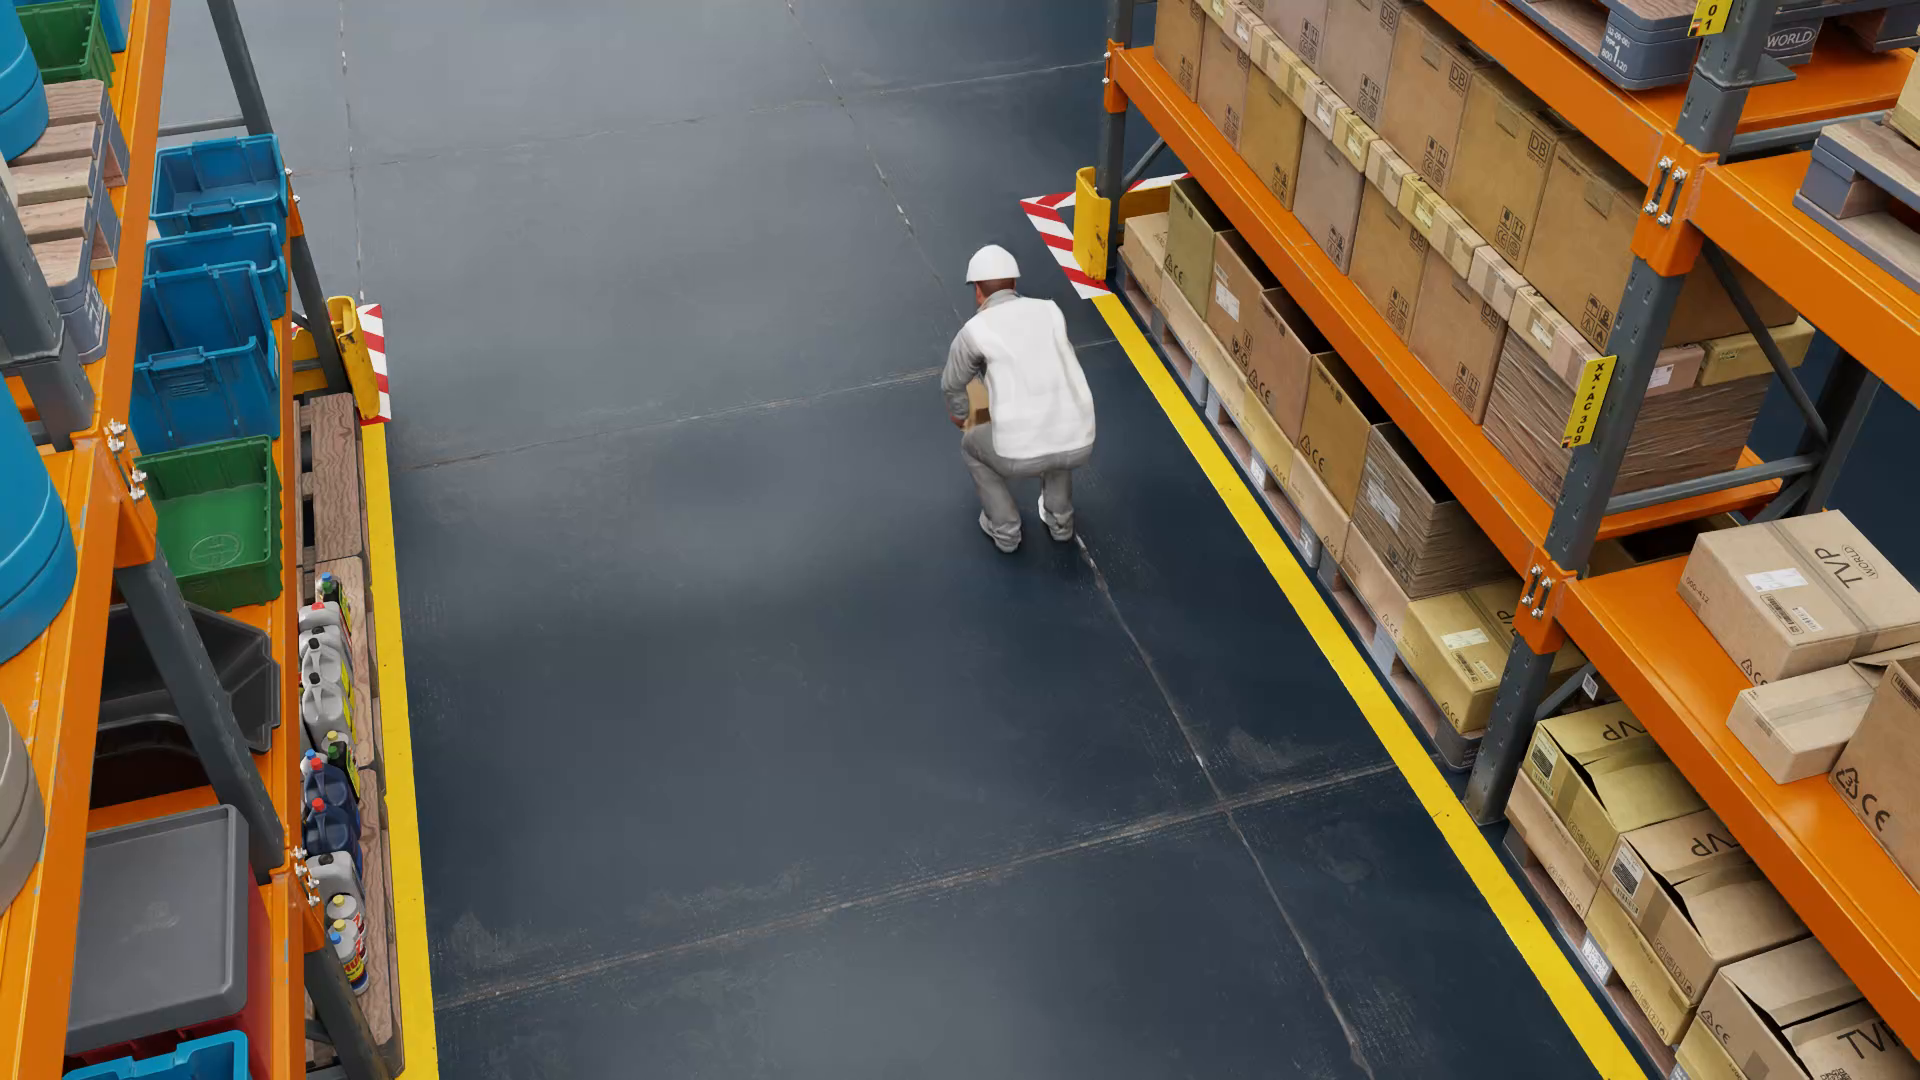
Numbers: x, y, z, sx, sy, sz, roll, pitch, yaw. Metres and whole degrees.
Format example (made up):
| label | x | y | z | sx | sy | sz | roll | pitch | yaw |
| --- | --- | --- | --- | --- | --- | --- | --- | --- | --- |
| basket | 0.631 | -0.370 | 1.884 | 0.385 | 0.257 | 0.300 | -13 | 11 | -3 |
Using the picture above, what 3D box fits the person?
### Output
| label | x | y | z | sx | sy | sz | roll | pitch | yaw |
| --- | --- | --- | --- | --- | --- | --- | --- | --- | --- |
| person | 0.265 | -0.570 | 7.169 | 0.474 | 1.249 | 0.837 | -12 | 43 | -13 |
